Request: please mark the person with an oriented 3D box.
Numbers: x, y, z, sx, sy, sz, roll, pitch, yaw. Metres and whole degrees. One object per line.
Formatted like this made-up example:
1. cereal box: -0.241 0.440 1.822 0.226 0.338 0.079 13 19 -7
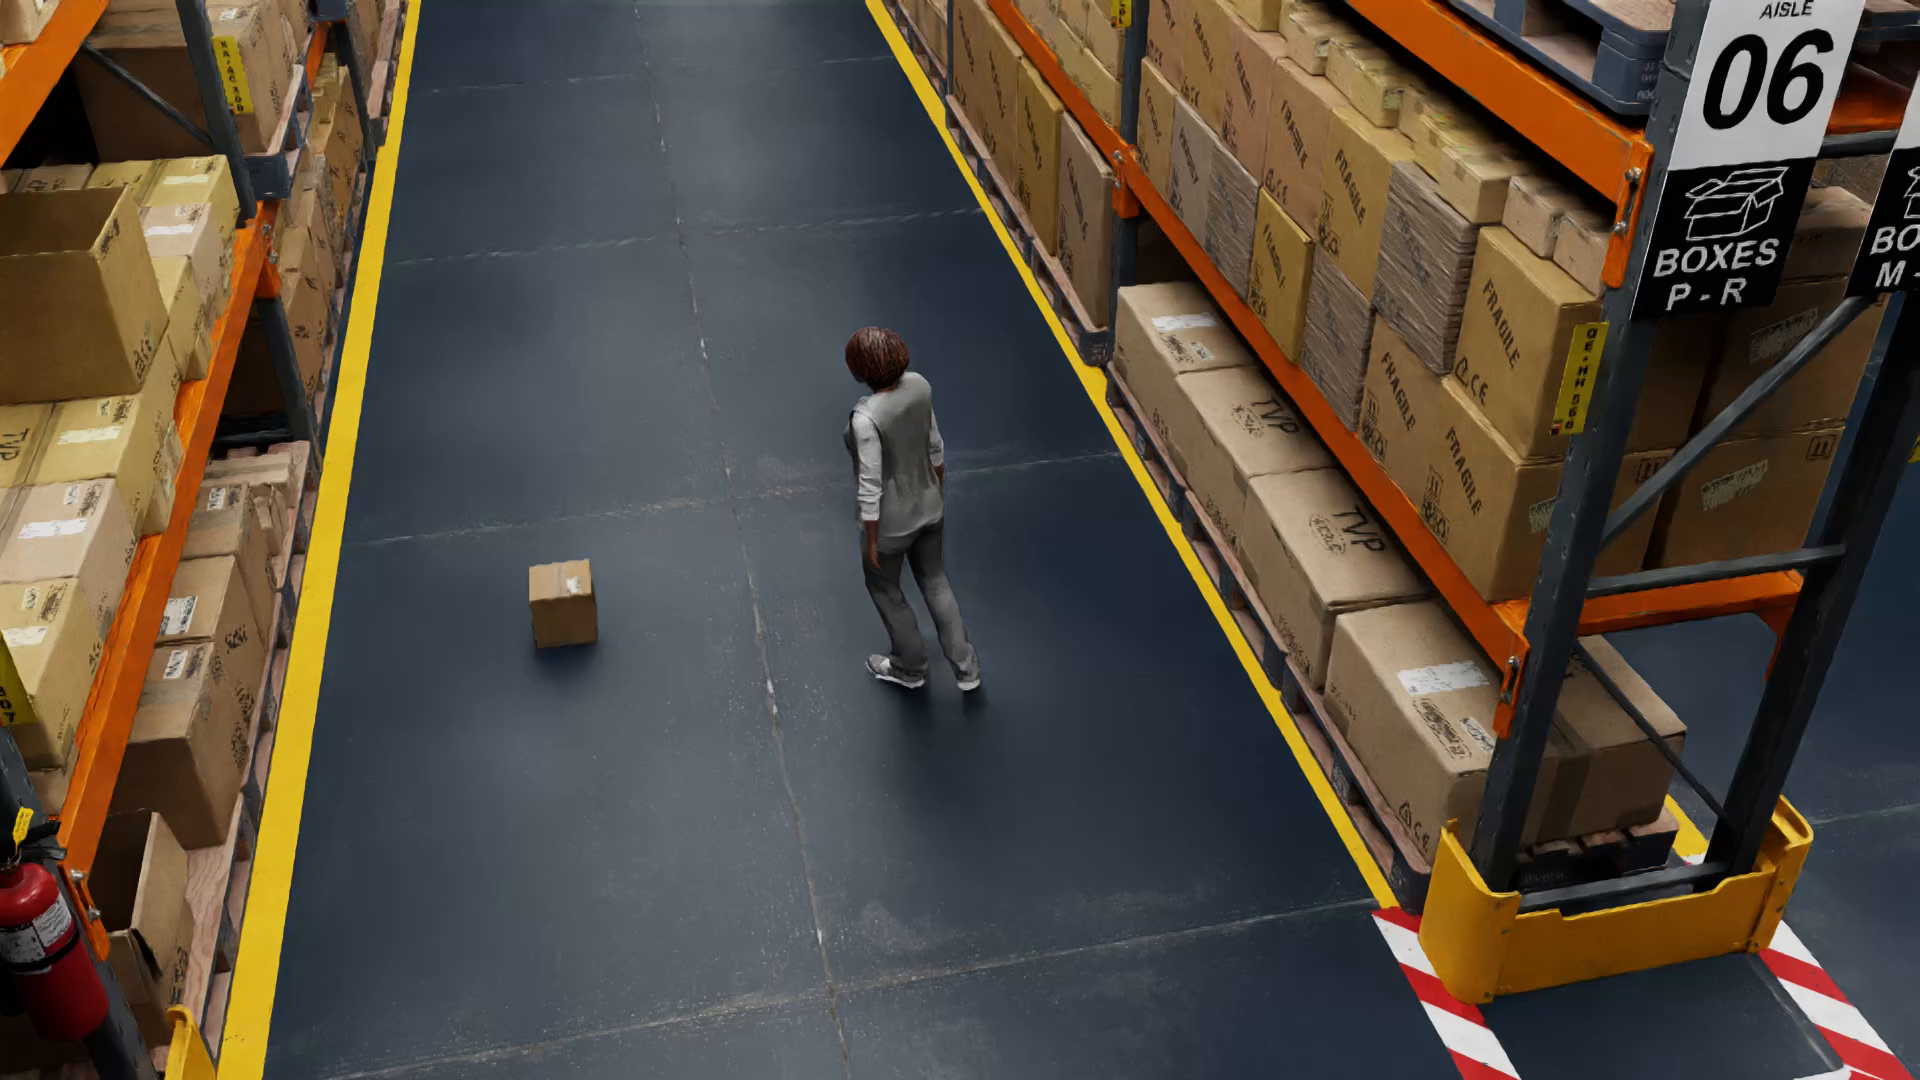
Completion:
1. person: -0.166 -0.066 6.251 0.499 1.587 0.470 27 43 34
